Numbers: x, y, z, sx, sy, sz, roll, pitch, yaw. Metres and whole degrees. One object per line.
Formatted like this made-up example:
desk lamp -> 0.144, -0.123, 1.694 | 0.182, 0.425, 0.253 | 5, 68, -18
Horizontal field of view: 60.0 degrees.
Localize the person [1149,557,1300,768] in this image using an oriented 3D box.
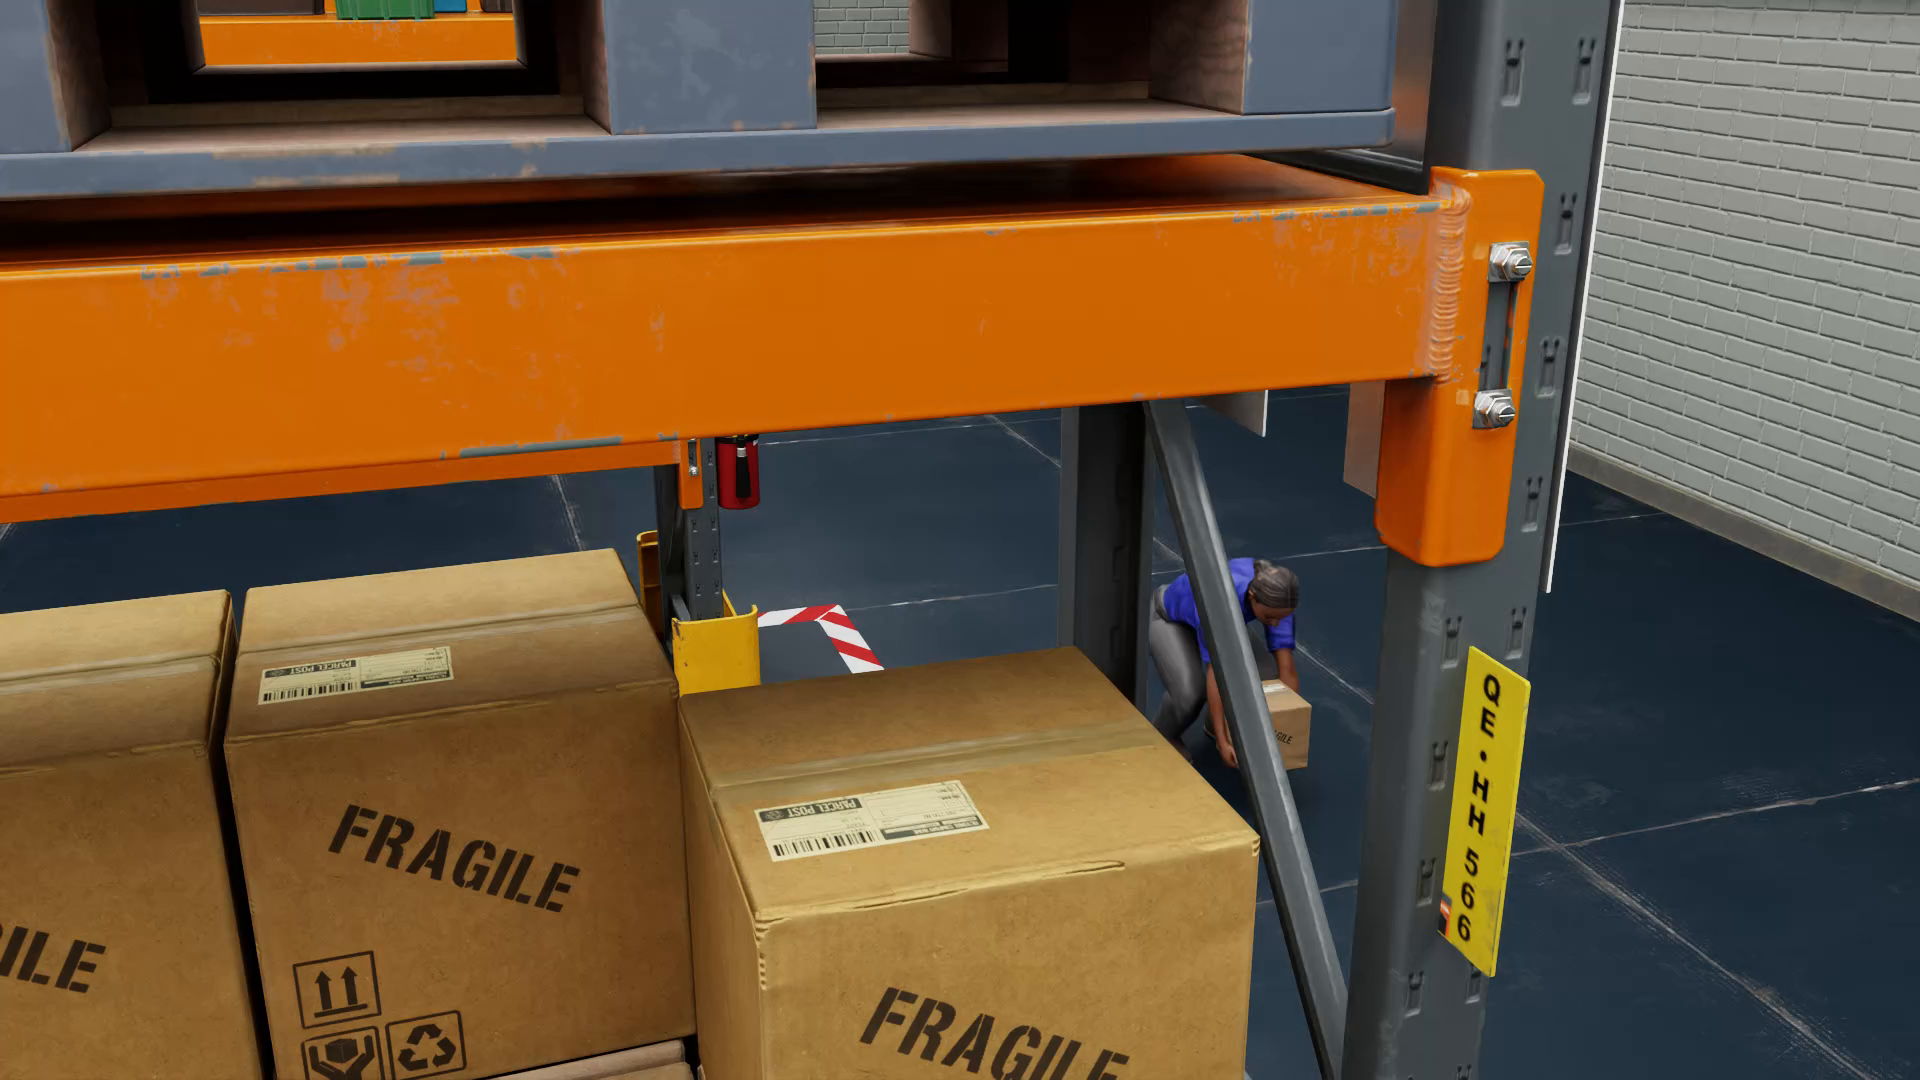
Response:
person -> 1.017, 0.454, 6.389 | 0.462, 0.936, 0.862 | -7, 20, -19
